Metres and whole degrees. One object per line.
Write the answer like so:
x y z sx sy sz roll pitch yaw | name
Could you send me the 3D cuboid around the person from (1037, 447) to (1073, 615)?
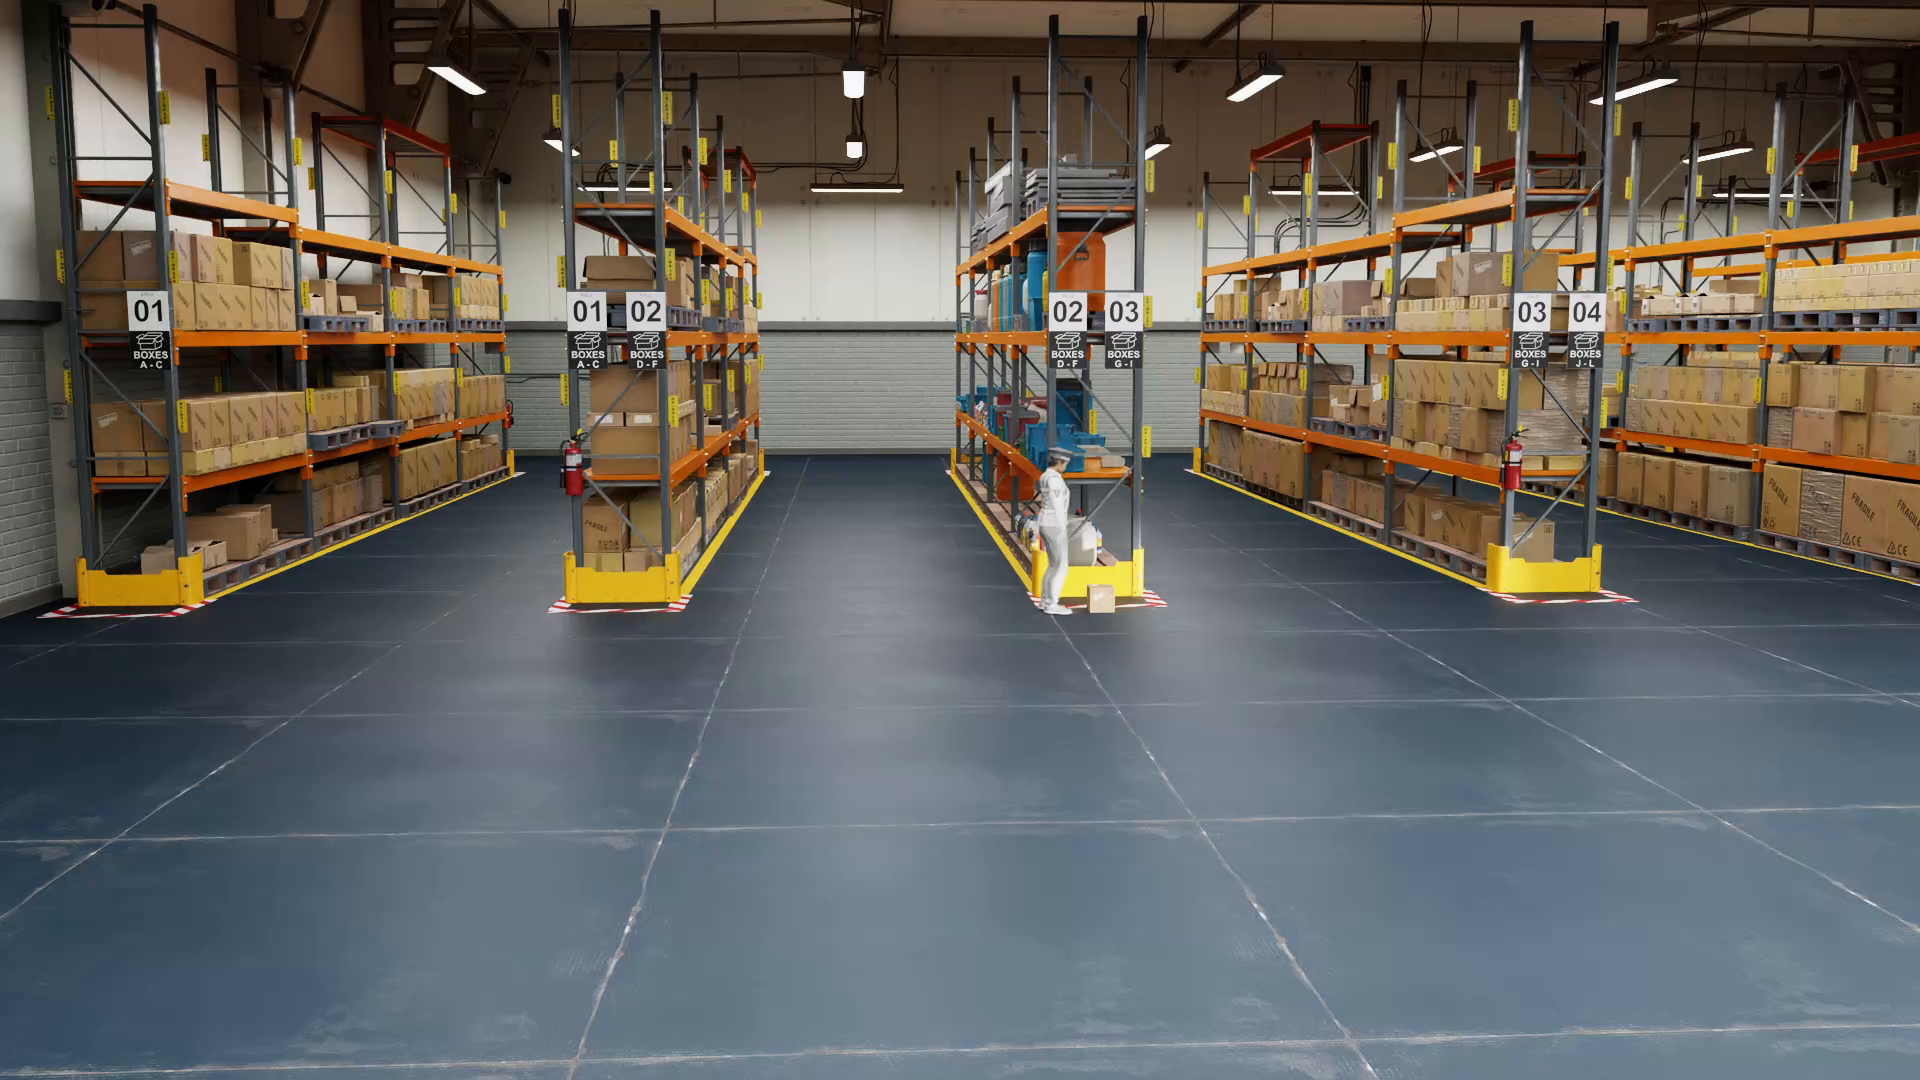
0.946 -0.095 16.601 0.352 1.657 0.479 -1 7 -9 | person
